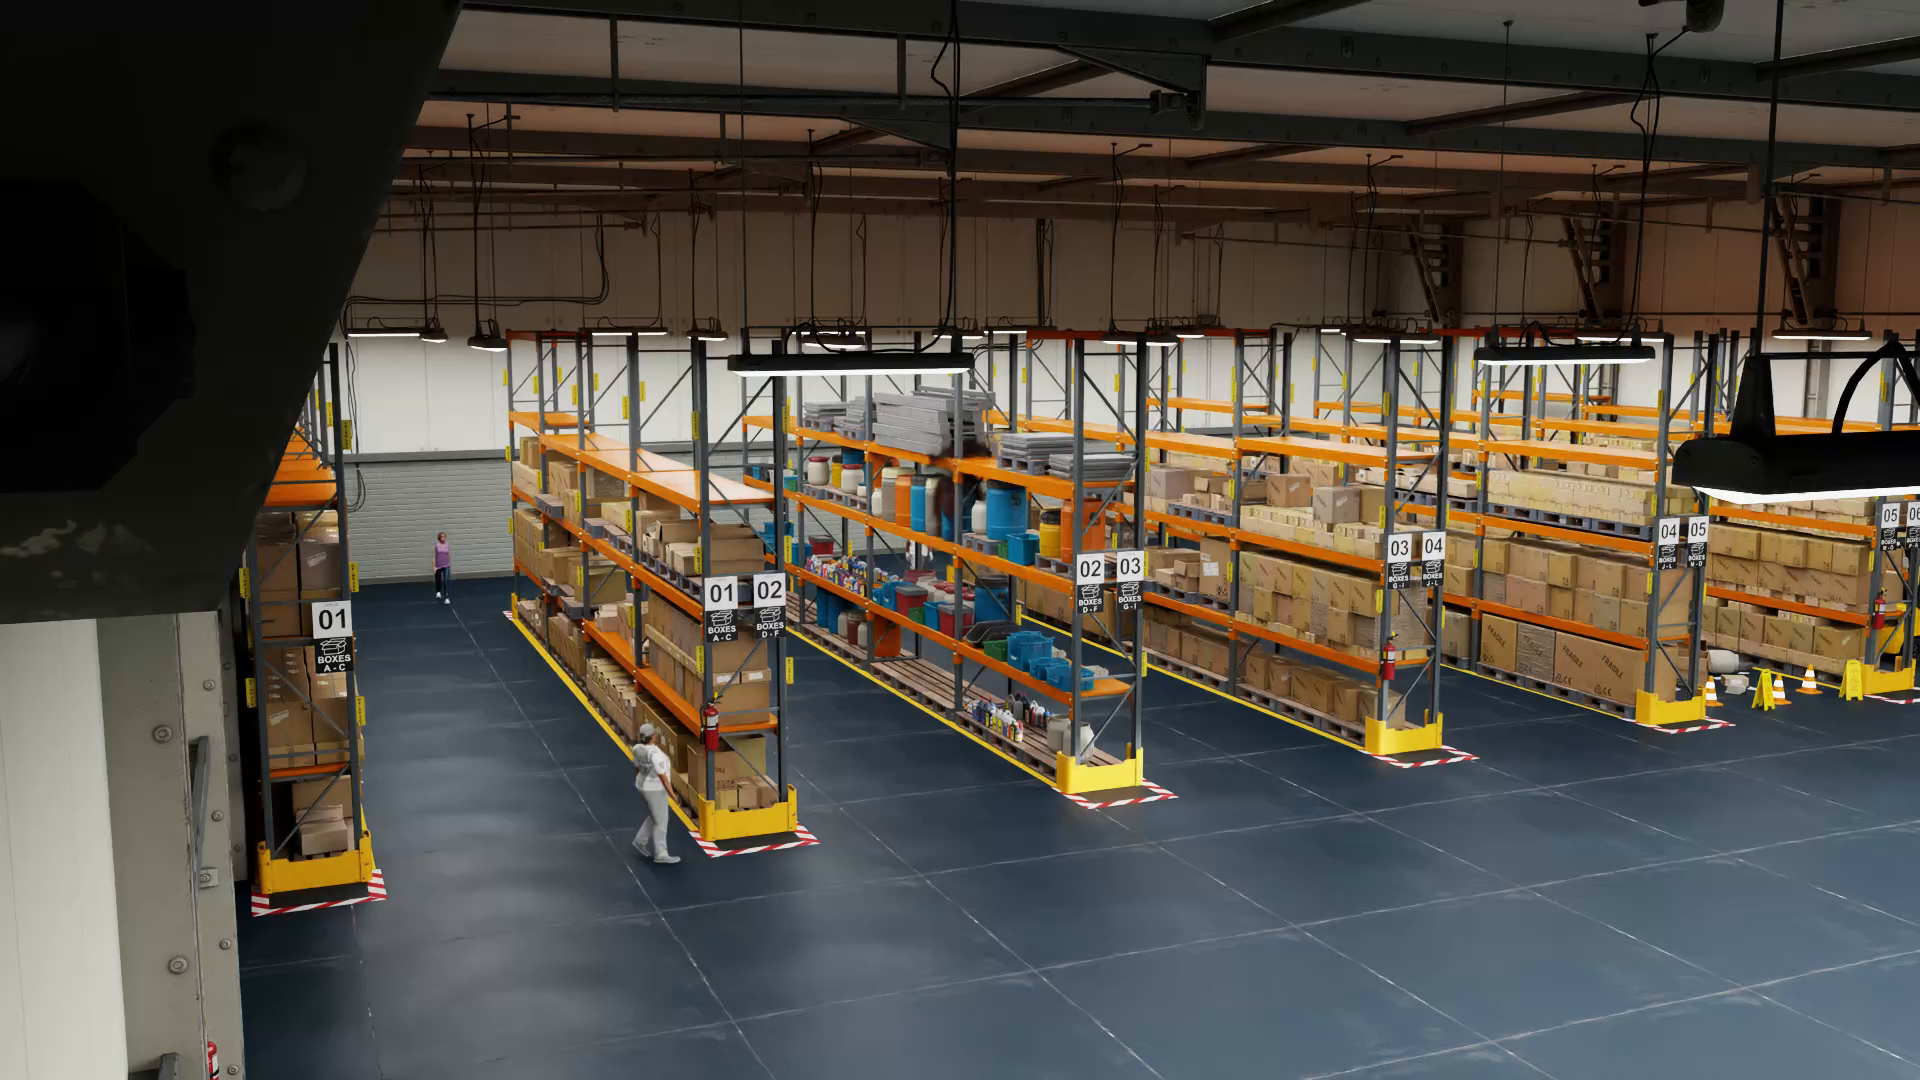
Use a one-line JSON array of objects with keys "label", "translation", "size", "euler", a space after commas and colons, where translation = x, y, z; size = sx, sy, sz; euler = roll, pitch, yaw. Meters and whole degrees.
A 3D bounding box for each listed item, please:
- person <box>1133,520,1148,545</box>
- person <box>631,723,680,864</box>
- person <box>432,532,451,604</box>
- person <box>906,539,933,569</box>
[{"label": "person", "translation": [3.882, 0.387, 37.222], "size": [0.629, 1.784, 0.552], "euler": [-6, 10, -40]}, {"label": "person", "translation": [-3.540, 2.916, 19.260], "size": [0.470, 1.660, 0.585], "euler": [-4, 9, -29]}, {"label": "person", "translation": [-11.375, 0.605, 36.484], "size": [0.398, 1.525, 0.916], "euler": [-3, 8, -20]}, {"label": "person", "translation": [-0.888, 0.358, 37.483], "size": [0.565, 1.779, 0.793], "euler": [-3, 8, -18]}]
